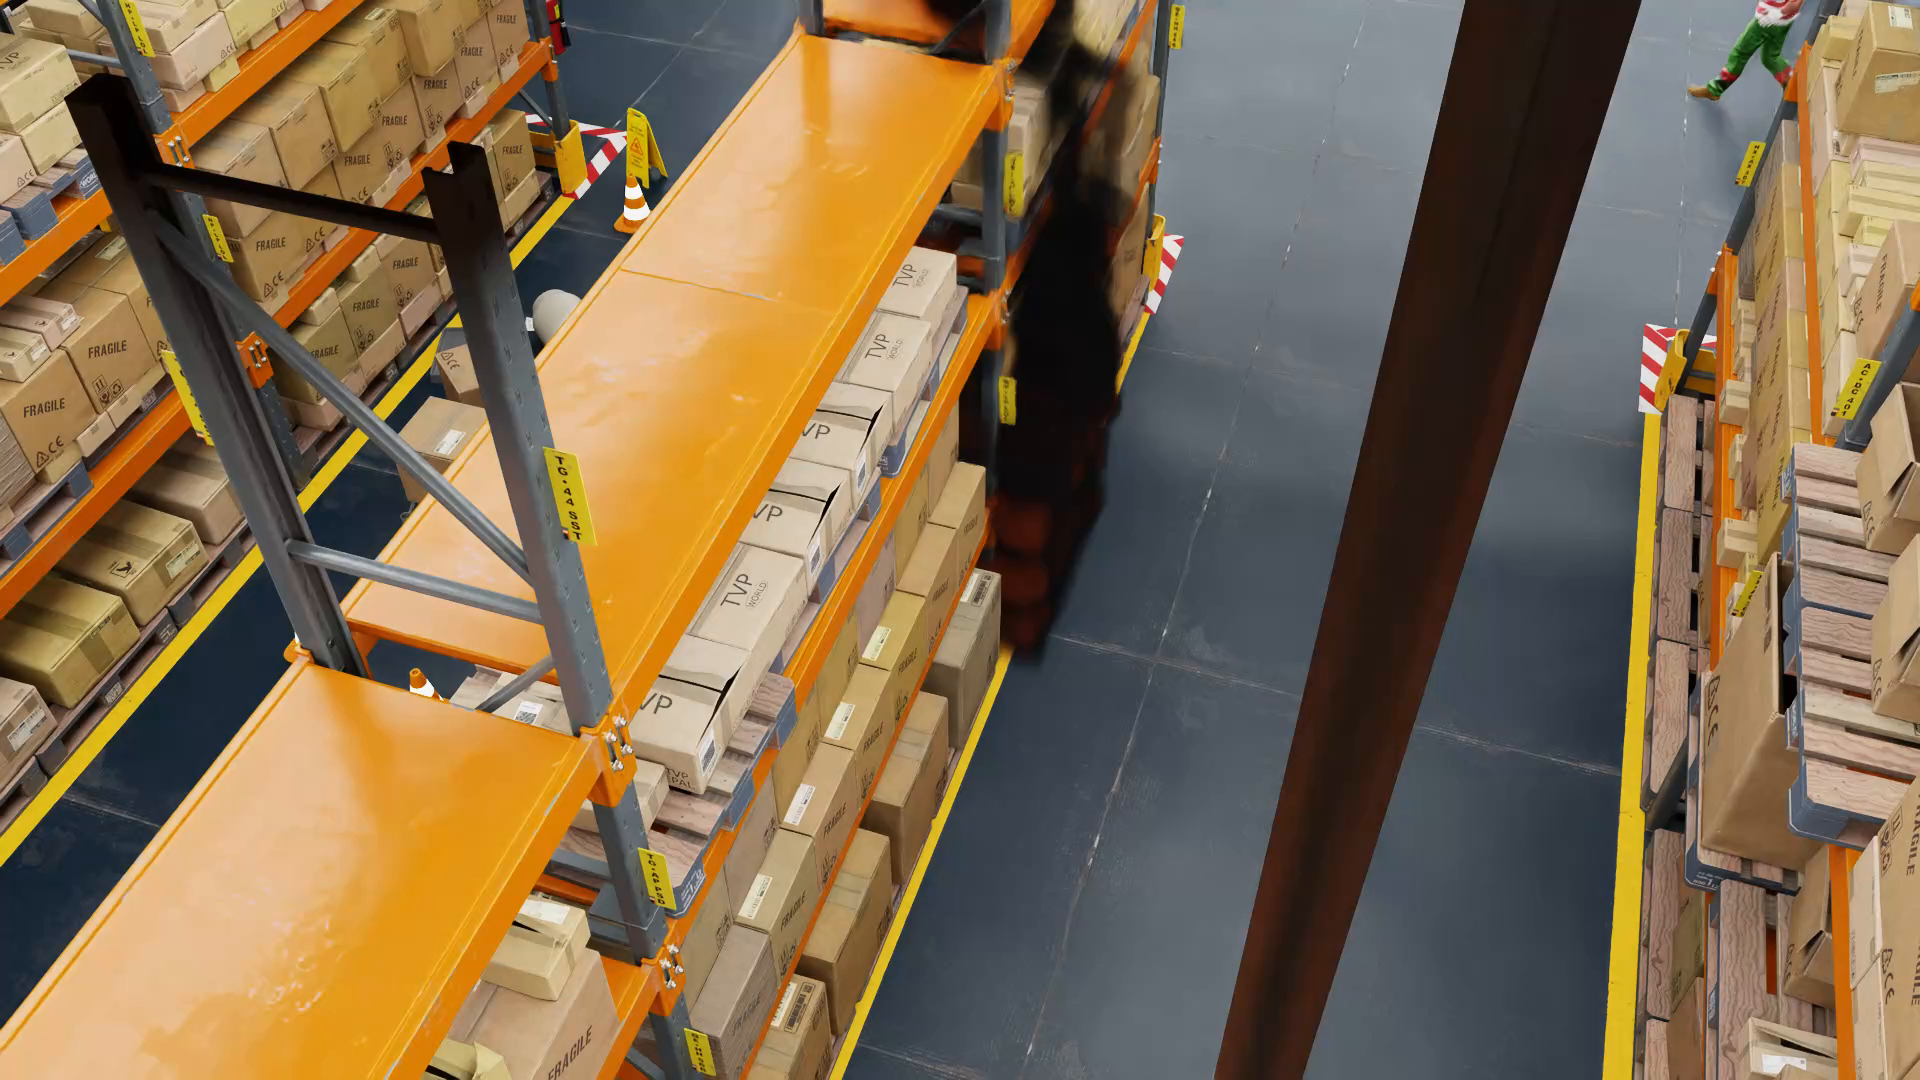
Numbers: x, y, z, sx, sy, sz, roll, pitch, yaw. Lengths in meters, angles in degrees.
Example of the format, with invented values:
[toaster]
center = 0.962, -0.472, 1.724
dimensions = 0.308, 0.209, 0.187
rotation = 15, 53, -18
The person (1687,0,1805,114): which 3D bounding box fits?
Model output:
[person]
center = 6.990, -4.479, 14.236
dimensions = 0.648, 1.778, 1.008
rotation = -35, 55, -30
